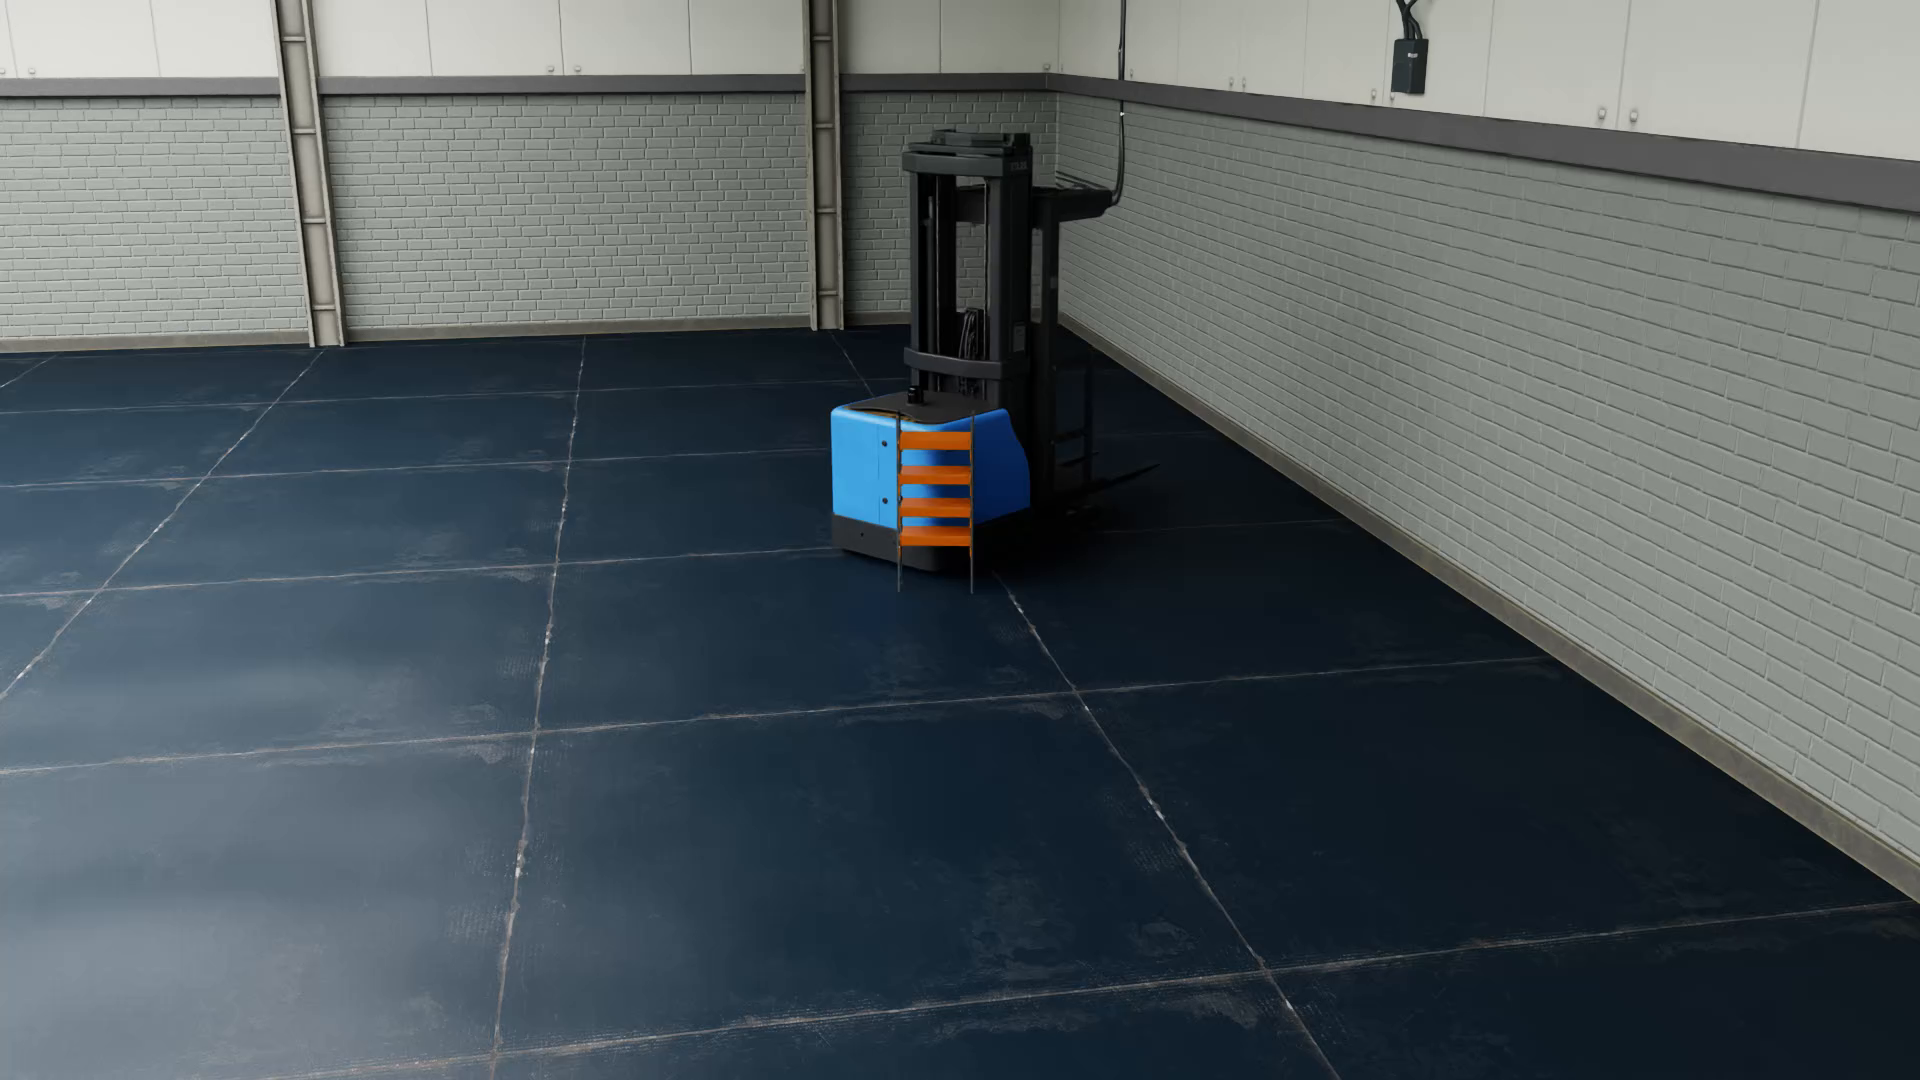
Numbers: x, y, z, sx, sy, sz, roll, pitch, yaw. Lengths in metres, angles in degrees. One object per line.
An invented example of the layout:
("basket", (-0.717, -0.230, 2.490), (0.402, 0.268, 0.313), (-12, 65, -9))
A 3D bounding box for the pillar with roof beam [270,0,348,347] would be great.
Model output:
("pillar with roof beam", (-6.754, -5.411, 14.603), (0.400, 9.000, 9.100), (-3, 17, -10))

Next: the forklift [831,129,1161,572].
("forklift", (0.412, -1.544, 12.346), (1.130, 2.935, 3.031), (14, 22, 38))

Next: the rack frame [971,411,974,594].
("rack frame", (0.082, -0.248, 11.075), (0.015, 1.200, 0.240), (1, 17, 2))

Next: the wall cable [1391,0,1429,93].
("wall cable", (3.249, -5.657, 9.612), (0.169, 6.003, 2.305), (-3, 17, -10))

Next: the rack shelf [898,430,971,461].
("rack shelf", (-0.162, -0.626, 10.964), (0.480, 0.148, 0.258), (1, 17, 2))

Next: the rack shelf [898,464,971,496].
("rack shelf", (-0.162, -0.400, 11.035), (0.480, 0.148, 0.258), (1, 17, 2))

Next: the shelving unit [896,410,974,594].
("shelving unit", (-0.162, -0.251, 11.082), (0.503, 1.200, 0.258), (1, 17, 2))

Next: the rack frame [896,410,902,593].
("rack frame", (-0.406, -0.253, 11.089), (0.015, 1.200, 0.240), (1, 17, 2))

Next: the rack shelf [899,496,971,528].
("rack shelf", (-0.162, -0.186, 11.102), (0.480, 0.148, 0.258), (1, 17, 2))

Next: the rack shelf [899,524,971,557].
("rack shelf", (-0.162, 0.003, 11.161), (0.480, 0.148, 0.258), (1, 17, 2))

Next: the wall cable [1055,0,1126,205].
("wall cable", (1.464, -5.285, 19.481), (0.112, 2.526, 3.097), (-3, 17, -10))

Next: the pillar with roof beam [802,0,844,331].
("pillar with roof beam", (-0.863, -5.745, 15.691), (0.400, 9.000, 9.100), (-3, 17, -10))
